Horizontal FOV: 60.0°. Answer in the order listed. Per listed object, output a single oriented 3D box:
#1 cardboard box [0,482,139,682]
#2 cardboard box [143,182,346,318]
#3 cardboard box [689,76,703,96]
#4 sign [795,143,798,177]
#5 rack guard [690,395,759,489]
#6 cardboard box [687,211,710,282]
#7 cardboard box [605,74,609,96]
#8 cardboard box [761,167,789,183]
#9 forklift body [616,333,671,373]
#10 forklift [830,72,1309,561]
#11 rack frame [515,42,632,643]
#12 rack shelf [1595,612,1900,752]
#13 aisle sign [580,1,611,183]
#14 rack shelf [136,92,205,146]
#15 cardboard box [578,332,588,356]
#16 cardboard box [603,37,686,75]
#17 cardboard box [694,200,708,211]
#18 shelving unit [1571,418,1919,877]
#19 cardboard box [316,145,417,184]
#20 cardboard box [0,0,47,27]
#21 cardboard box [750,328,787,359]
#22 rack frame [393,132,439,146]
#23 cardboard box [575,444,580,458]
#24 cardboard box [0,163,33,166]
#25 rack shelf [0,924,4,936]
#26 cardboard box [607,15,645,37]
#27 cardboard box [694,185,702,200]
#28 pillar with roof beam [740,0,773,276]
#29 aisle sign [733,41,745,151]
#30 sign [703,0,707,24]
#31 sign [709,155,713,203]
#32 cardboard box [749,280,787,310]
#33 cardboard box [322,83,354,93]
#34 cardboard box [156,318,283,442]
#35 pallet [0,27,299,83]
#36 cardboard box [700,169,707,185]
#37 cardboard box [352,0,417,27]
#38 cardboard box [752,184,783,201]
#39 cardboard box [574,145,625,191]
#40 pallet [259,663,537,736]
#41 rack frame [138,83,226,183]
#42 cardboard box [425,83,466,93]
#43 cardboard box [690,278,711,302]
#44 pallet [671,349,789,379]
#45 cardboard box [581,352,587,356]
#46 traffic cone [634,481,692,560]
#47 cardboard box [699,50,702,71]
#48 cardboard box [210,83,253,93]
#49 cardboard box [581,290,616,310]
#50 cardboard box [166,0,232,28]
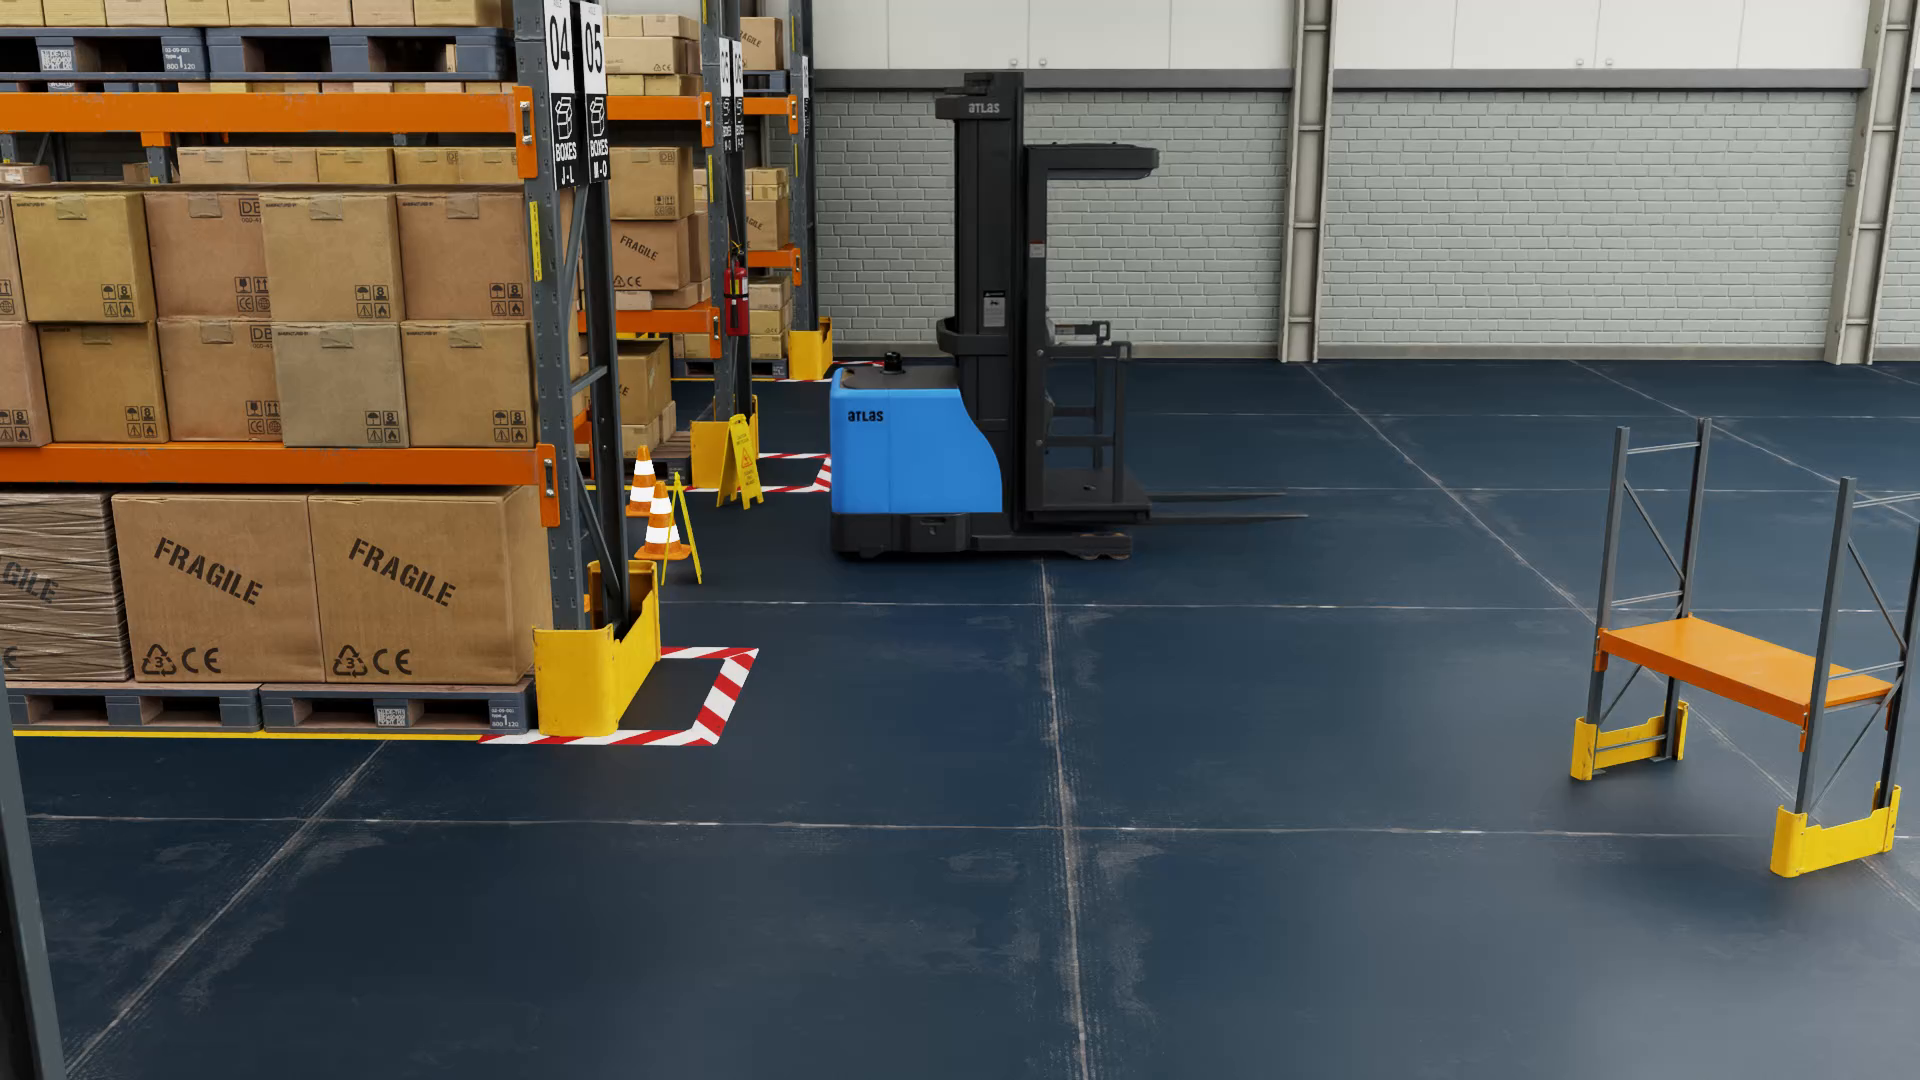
[{"bbox_3d":[-4.218,0.111,7.881,0.875,0.875,0.875,0,15,2],"label":"cardboard box"},{"bbox_3d":[-3.226,-1.339,7.626,0.550,0.550,0.875,0,15,1],"label":"cardboard box"},{"bbox_3d":[-2.045,-3.391,12.425,0.250,0.149,0.380,0,15,1],"label":"cardboard box"},{"bbox_3d":[-1.627,-3.779,16.549,0.005,0.325,0.100,0,15,1],"label":"sign"},{"bbox_3d":[-1.798,-0.769,12.774,0.348,0.500,1.175,0,15,1],"label":"rack guard"},{"bbox_3d":[-2.189,-2.243,12.683,0.500,0.500,0.500,0,15,1],"label":"cardboard box"},{"bbox_3d":[-2.600,-3.241,11.855,0.250,0.149,0.380,1,15,3],"label":"cardboard box"},{"bbox_3d":[-1.929,-3.805,17.333,0.250,0.149,0.380,0,15,0],"label":"cardboard box"},{"bbox_3d":[-3.541,-2.380,15.643,1.214,2.155,2.313,0,15,1],"label":"forklift body"},{"bbox_3d":[0.690,-1.424,10.491,3.031,2.935,1.130,-1,15,-2],"label":"forklift"},{"bbox_3d":[-1.748,-0.714,7.666,0.127,3.000,1.000,0,15,1],"label":"rack frame"},{"bbox_3d":[3.083,0.540,6.559,0.538,0.185,1.000,-7,16,-24],"label":"rack shelf"},{"bbox_3d":[-1.669,-2.047,7.623,0.004,0.787,0.394,0,15,1],"label":"aisle sign"},{"bbox_3d":[-7.720,-3.119,12.311,4.000,0.370,1.077,0,15,1],"label":"rack shelf"},{"bbox_3d":[-2.898,-1.451,12.284,0.250,0.149,0.380,1,15,3],"label":"cardboard box"},{"bbox_3d":[-2.241,-3.433,11.804,0.500,0.250,0.500,0,15,1],"label":"cardboard box"},{"bbox_3d":[-2.616,-3.233,17.019,0.500,0.500,0.500,1,15,3],"label":"cardboard box"},{"bbox_3d":[3.079,0.364,6.521,0.587,1.500,1.083,-7,16,-24],"label":"shelving unit"},{"bbox_3d":[-4.275,-2.601,12.081,0.500,0.500,0.700,0,15,0],"label":"cardboard box"},{"bbox_3d":[-3.870,-2.221,6.973,0.250,0.149,0.380,1,15,2],"label":"cardboard box"},{"bbox_3d":[-2.077,-2.039,17.255,0.500,0.250,0.500,0,15,2],"label":"cardboard box"},{"bbox_3d":[-5.598,-3.269,17.350,0.127,3.000,1.000,0,15,1],"label":"rack frame"},{"bbox_3d":[-3.055,-0.793,12.531,0.500,0.250,0.500,0,15,2],"label":"cardboard box"},{"bbox_3d":[-7.271,-2.786,12.646,0.250,0.149,0.380,1,15,5],"label":"cardboard box"},{"bbox_3d":[-3.975,0.885,3.016,4.000,0.370,1.077,0,15,1],"label":"rack shelf"},{"bbox_3d":[-2.325,-3.630,11.768,0.250,0.149,0.380,1,15,2],"label":"cardboard box"},{"bbox_3d":[-2.714,-3.552,16.954,0.250,0.149,0.380,0,15,1],"label":"cardboard box"},{"bbox_3d":[-2.382,-5.280,13.213,0.400,9.000,9.100,0,15,1],"label":"pillar with roof beam"},{"bbox_3d":[-1.652,-3.313,12.420,0.004,0.787,0.394,0,15,1],"label":"aisle sign"},{"bbox_3d":[-1.756,-3.714,11.422,0.005,0.325,0.100,0,15,1],"label":"sign"},{"bbox_3d":[-1.756,-2.548,11.730,0.005,0.325,0.100,0,15,1],"label":"sign"},{"bbox_3d":[-2.067,-2.523,17.131,0.500,0.250,0.500,1,15,3],"label":"cardboard box"},{"bbox_3d":[-4.388,-3.262,11.935,0.250,0.149,0.380,0,15,0],"label":"cardboard box"},{"bbox_3d":[-3.227,-0.811,7.740,0.550,0.550,0.875,0,15,1],"label":"cardboard box"},{"bbox_3d":[-3.712,-2.131,7.331,1.213,0.211,1.003,0,15,1],"label":"pallet"},{"bbox_3d":[-2.472,-3.686,16.880,0.250,0.149,0.380,1,15,3],"label":"cardboard box"},{"bbox_3d":[-2.340,-2.212,6.937,0.250,0.149,0.380,0,15,2],"label":"cardboard box"},{"bbox_3d":[-1.953,-3.536,16.894,0.250,0.149,0.380,1,15,2],"label":"cardboard box"},{"bbox_3d":[-2.744,-2.606,12.097,0.500,0.500,0.700,1,15,2],"label":"cardboard box"},{"bbox_3d":[-2.549,0.649,7.966,1.213,0.211,1.003,0,15,1],"label":"pallet"},{"bbox_3d":[-5.721,-2.003,12.552,0.127,3.000,1.000,0,15,1],"label":"rack frame"},{"bbox_3d":[-3.623,-3.236,11.836,0.250,0.149,0.380,0,15,1],"label":"cardboard box"},{"bbox_3d":[-2.056,-1.911,12.694,0.250,0.149,0.380,0,15,2],"label":"cardboard box"},{"bbox_3d":[-2.365,-1.889,17.586,1.213,0.211,1.003,0,15,1],"label":"pallet"},{"bbox_3d":[-3.051,-1.154,12.432,0.500,0.500,0.500,1,15,4],"label":"cardboard box"},{"bbox_3d":[-1.873,-0.139,10.460,0.334,0.463,0.336,0,15,1],"label":"traffic cone"},{"bbox_3d":[-2.689,-4.809,16.553,0.258,0.266,0.396,0,15,2],"label":"cardboard box"},{"bbox_3d":[-5.155,-3.251,11.894,0.250,0.149,0.380,0,15,1],"label":"cardboard box"},{"bbox_3d":[-2.613,-1.784,12.214,0.250,0.149,0.380,0,15,0],"label":"cardboard box"},{"bbox_3d":[-3.106,-2.217,6.955,0.250,0.149,0.380,0,15,1],"label":"cardboard box"}]
